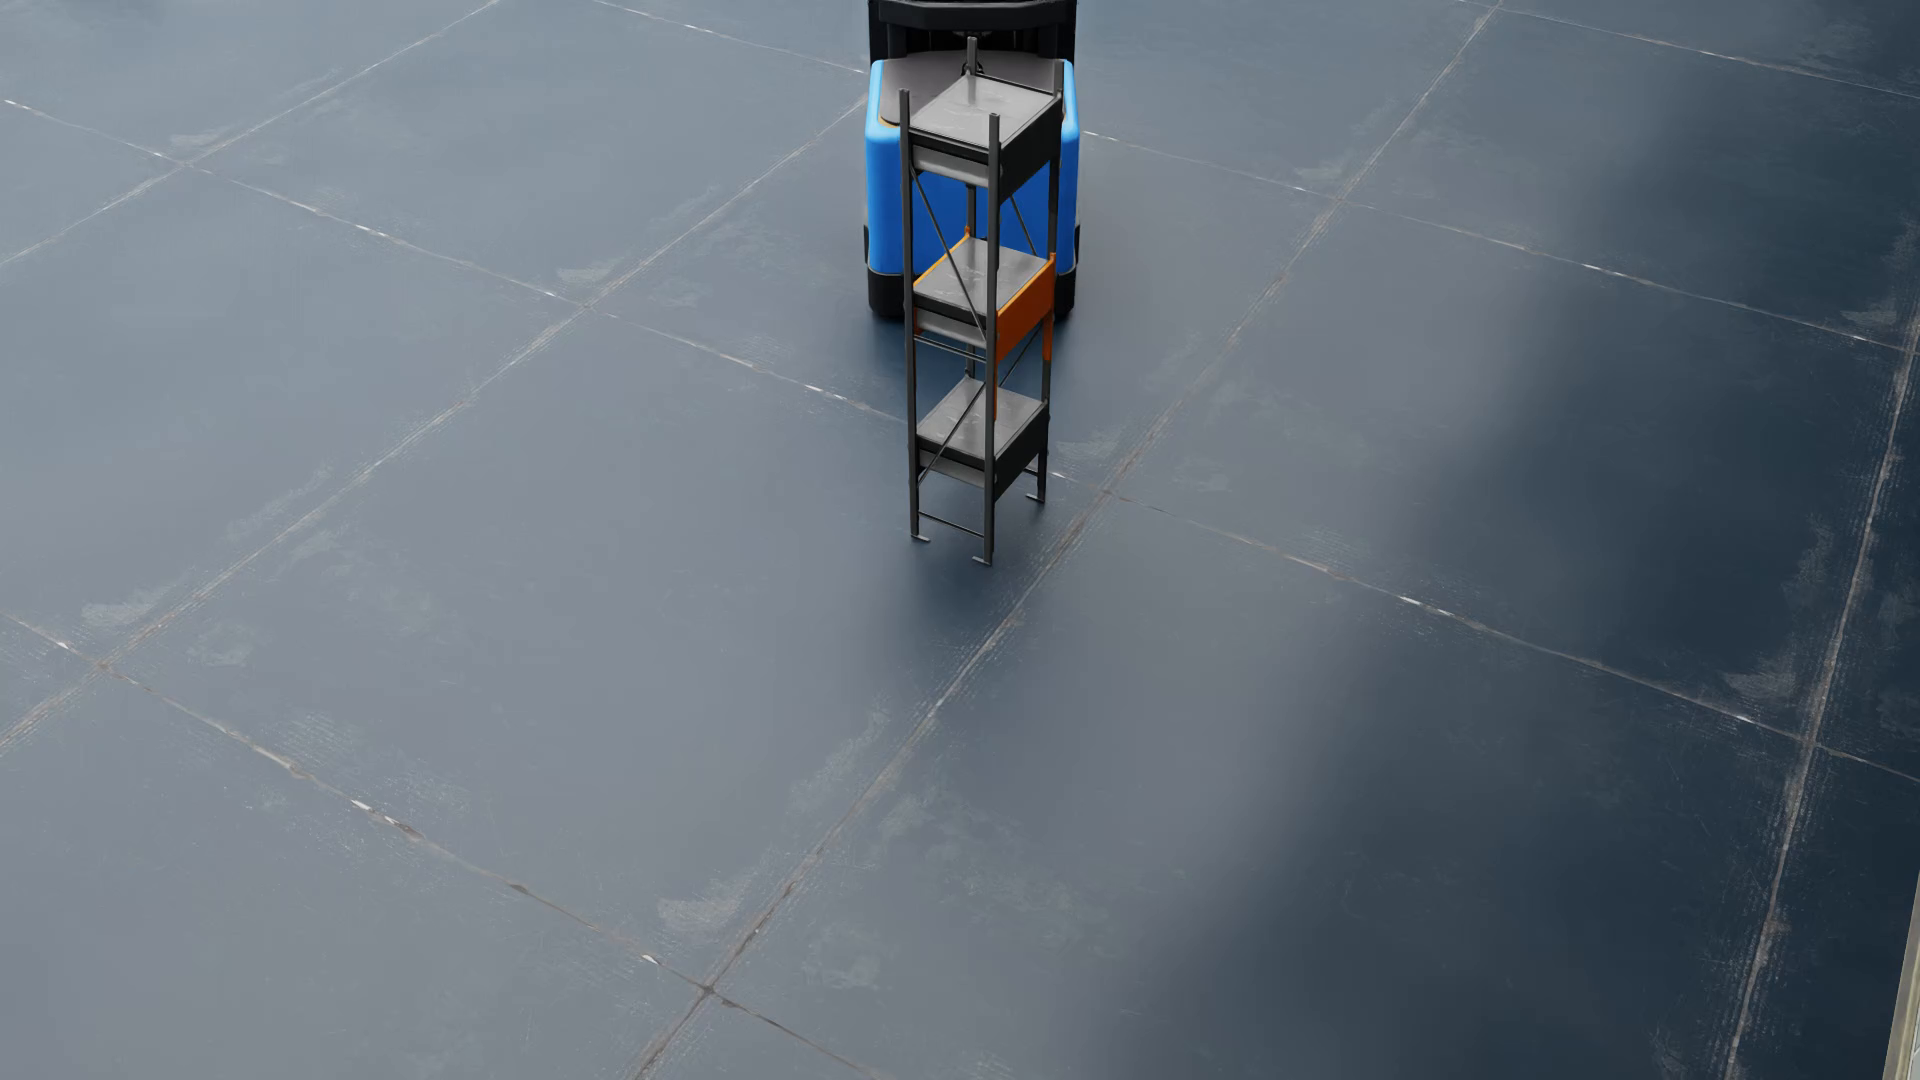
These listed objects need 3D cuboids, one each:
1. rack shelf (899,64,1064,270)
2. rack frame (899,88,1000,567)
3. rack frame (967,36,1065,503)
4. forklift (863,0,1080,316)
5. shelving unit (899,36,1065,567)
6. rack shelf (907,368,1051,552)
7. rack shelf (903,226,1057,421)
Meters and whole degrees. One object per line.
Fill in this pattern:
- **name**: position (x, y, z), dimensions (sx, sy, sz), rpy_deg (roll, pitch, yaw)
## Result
- **rack shelf**: position (0.083, -1.398, 6.210), dimensions (0.431, 0.518, 0.480), rpy_deg (21, 45, 22)
- **rack frame**: position (-0.039, -0.743, 6.505), dimensions (0.400, 2.100, 0.015), rpy_deg (21, 45, 22)
- **rack frame**: position (0.205, -1.022, 6.822), dimensions (0.400, 2.100, 0.015), rpy_deg (21, 45, 22)
- **forklift**: position (0.066, -3.185, 8.649), dimensions (1.130, 2.935, 3.031), rpy_deg (0, 41, 0)
- **shelving unit**: position (0.083, -0.883, 6.664), dimensions (0.431, 2.100, 0.503), rpy_deg (21, 45, 22)
- **rack shelf**: position (0.083, -0.347, 7.135), dimensions (0.431, 0.518, 0.480), rpy_deg (21, 45, 22)
- **rack shelf**: position (0.083, -0.872, 6.673), dimensions (0.431, 0.518, 0.480), rpy_deg (21, 45, 22)
